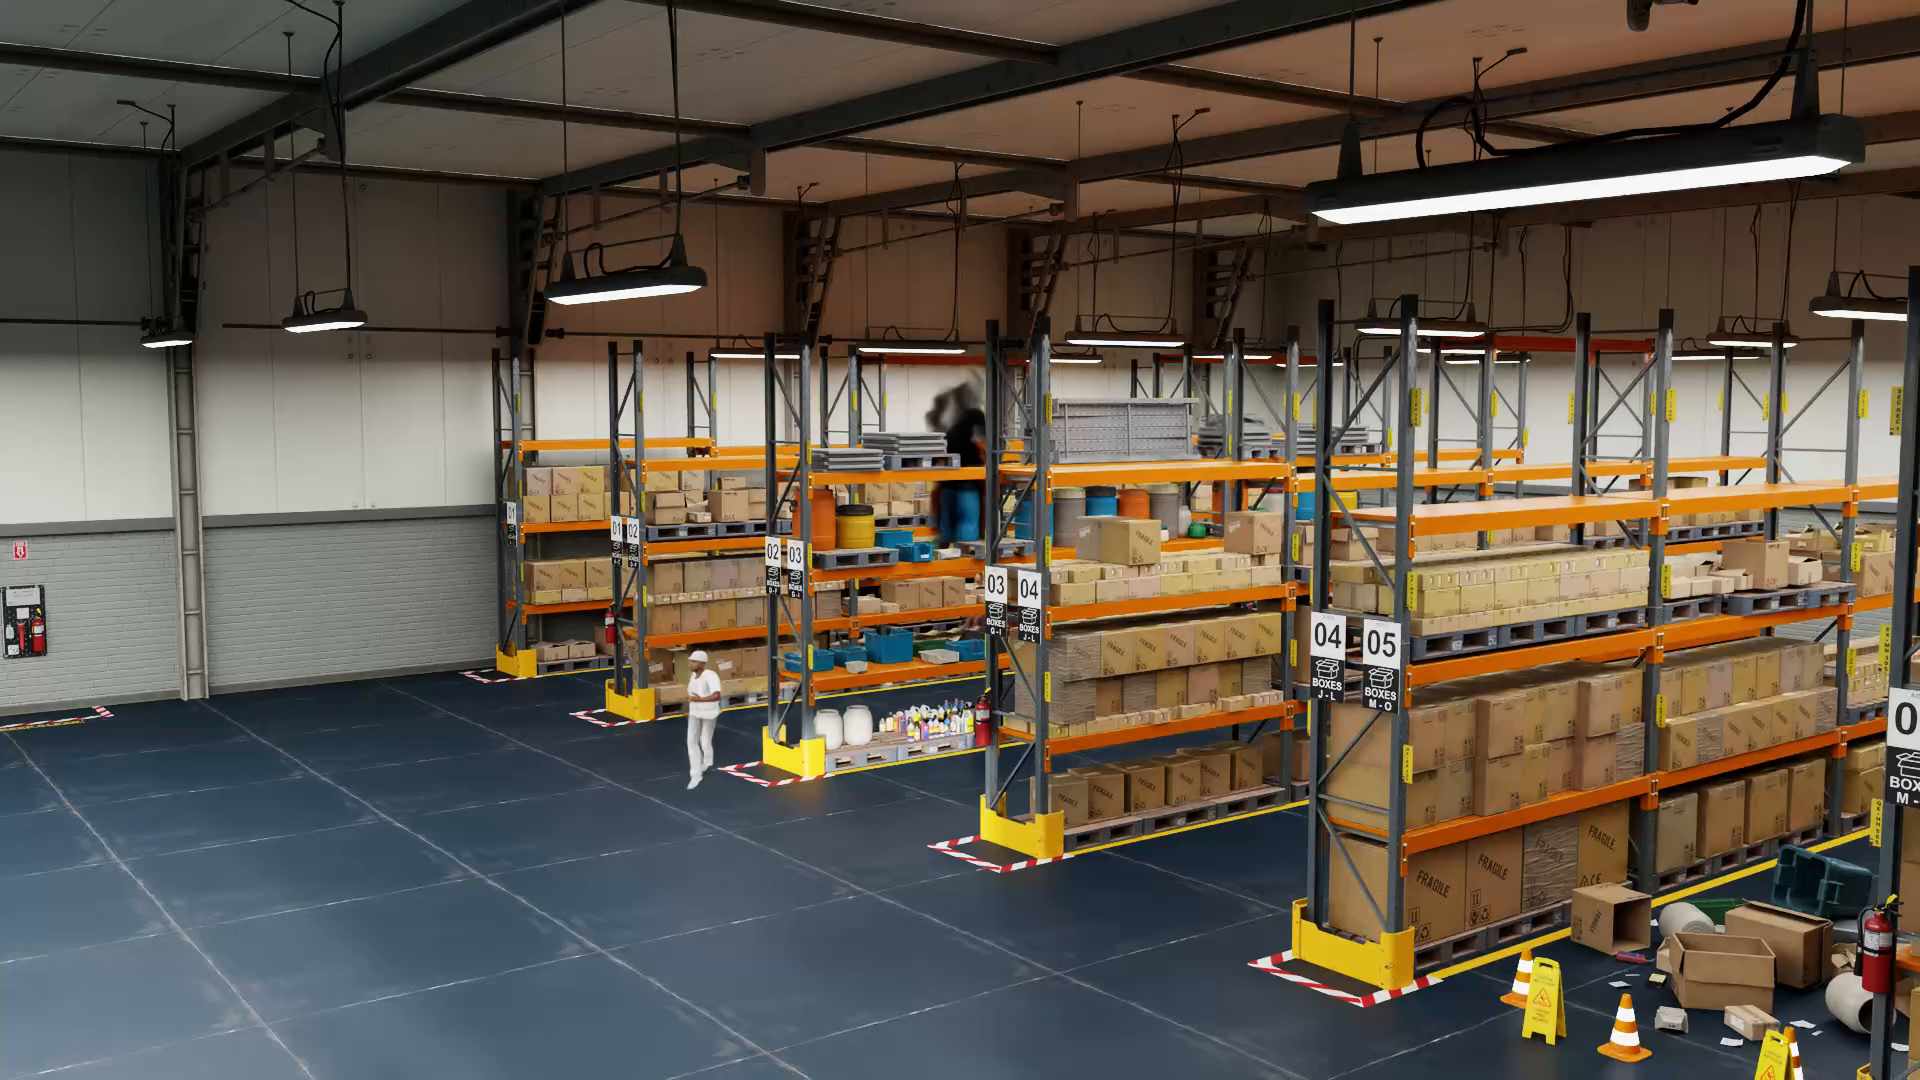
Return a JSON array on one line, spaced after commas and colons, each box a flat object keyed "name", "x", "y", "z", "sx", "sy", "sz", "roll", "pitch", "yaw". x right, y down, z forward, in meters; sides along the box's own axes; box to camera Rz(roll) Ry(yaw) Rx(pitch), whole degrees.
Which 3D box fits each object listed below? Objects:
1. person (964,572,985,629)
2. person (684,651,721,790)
[{"name": "person", "x": 0.361, "y": 1.442, "z": 33.126, "sx": 0.557, "sy": 1.622, "sz": 0.576, "roll": -4, "pitch": 7, "yaw": -42}, {"name": "person", "x": -3.473, "y": 2.357, "z": 22.125, "sx": 0.751, "sy": 1.782, "sz": 0.851, "roll": 2, "pitch": 6, "yaw": 26}]
